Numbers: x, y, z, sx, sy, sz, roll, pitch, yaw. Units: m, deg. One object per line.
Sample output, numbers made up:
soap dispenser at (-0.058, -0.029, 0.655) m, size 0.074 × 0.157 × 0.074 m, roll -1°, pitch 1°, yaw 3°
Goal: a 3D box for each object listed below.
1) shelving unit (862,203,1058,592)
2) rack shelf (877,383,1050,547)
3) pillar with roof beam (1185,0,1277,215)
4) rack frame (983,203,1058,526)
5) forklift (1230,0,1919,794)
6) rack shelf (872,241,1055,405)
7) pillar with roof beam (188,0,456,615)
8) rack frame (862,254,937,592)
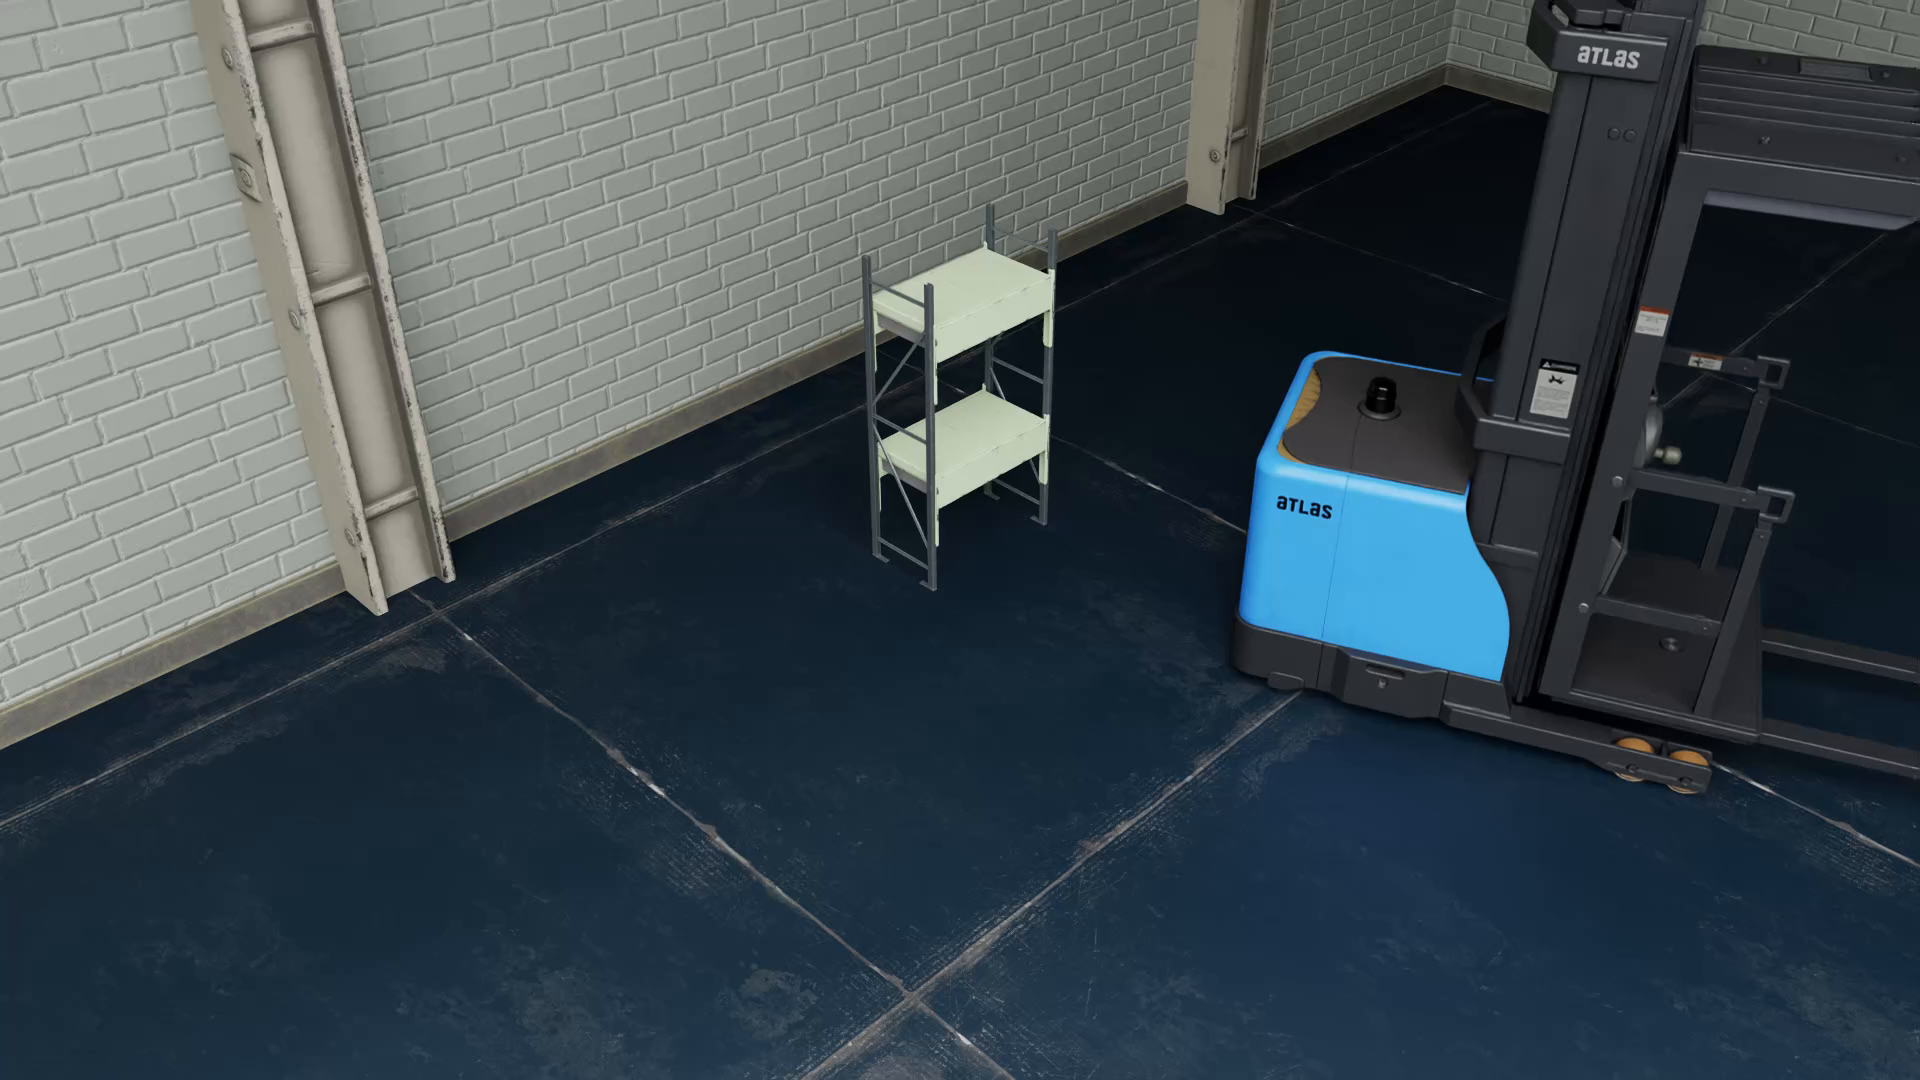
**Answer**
shelving unit at (0.005, -0.618, 7.325) m, size 0.431 × 1.500 × 0.755 m, roll 30°, pitch 45°, yaw 35°
rack shelf at (0.005, -0.350, 7.511) m, size 0.431 × 0.370 × 0.720 m, roll 30°, pitch 45°, yaw 35°
pillar with roof beam at (4.765, -4.201, 5.907) m, size 9.100 × 9.000 × 0.400 m, roll 30°, pitch 45°, yaw 35°
rack frame at (0.263, -0.766, 7.538) m, size 0.400 × 1.500 × 0.023 m, roll 30°, pitch 45°, yaw 35°
forklift at (2.692, -0.577, 6.015) m, size 3.031 × 2.935 × 1.130 m, roll 13°, pitch 37°, yaw 17°
rack shelf at (0.005, -0.938, 7.102) m, size 0.431 × 0.370 × 0.720 m, roll 30°, pitch 45°, yaw 35°
pillar with roof beam at (0.538, -1.765, 2.415) m, size 9.100 × 9.000 × 0.400 m, roll 30°, pitch 45°, yaw 35°
rack frame at (-0.253, -0.469, 7.112) m, size 0.400 × 1.500 × 0.023 m, roll 30°, pitch 45°, yaw 35°
